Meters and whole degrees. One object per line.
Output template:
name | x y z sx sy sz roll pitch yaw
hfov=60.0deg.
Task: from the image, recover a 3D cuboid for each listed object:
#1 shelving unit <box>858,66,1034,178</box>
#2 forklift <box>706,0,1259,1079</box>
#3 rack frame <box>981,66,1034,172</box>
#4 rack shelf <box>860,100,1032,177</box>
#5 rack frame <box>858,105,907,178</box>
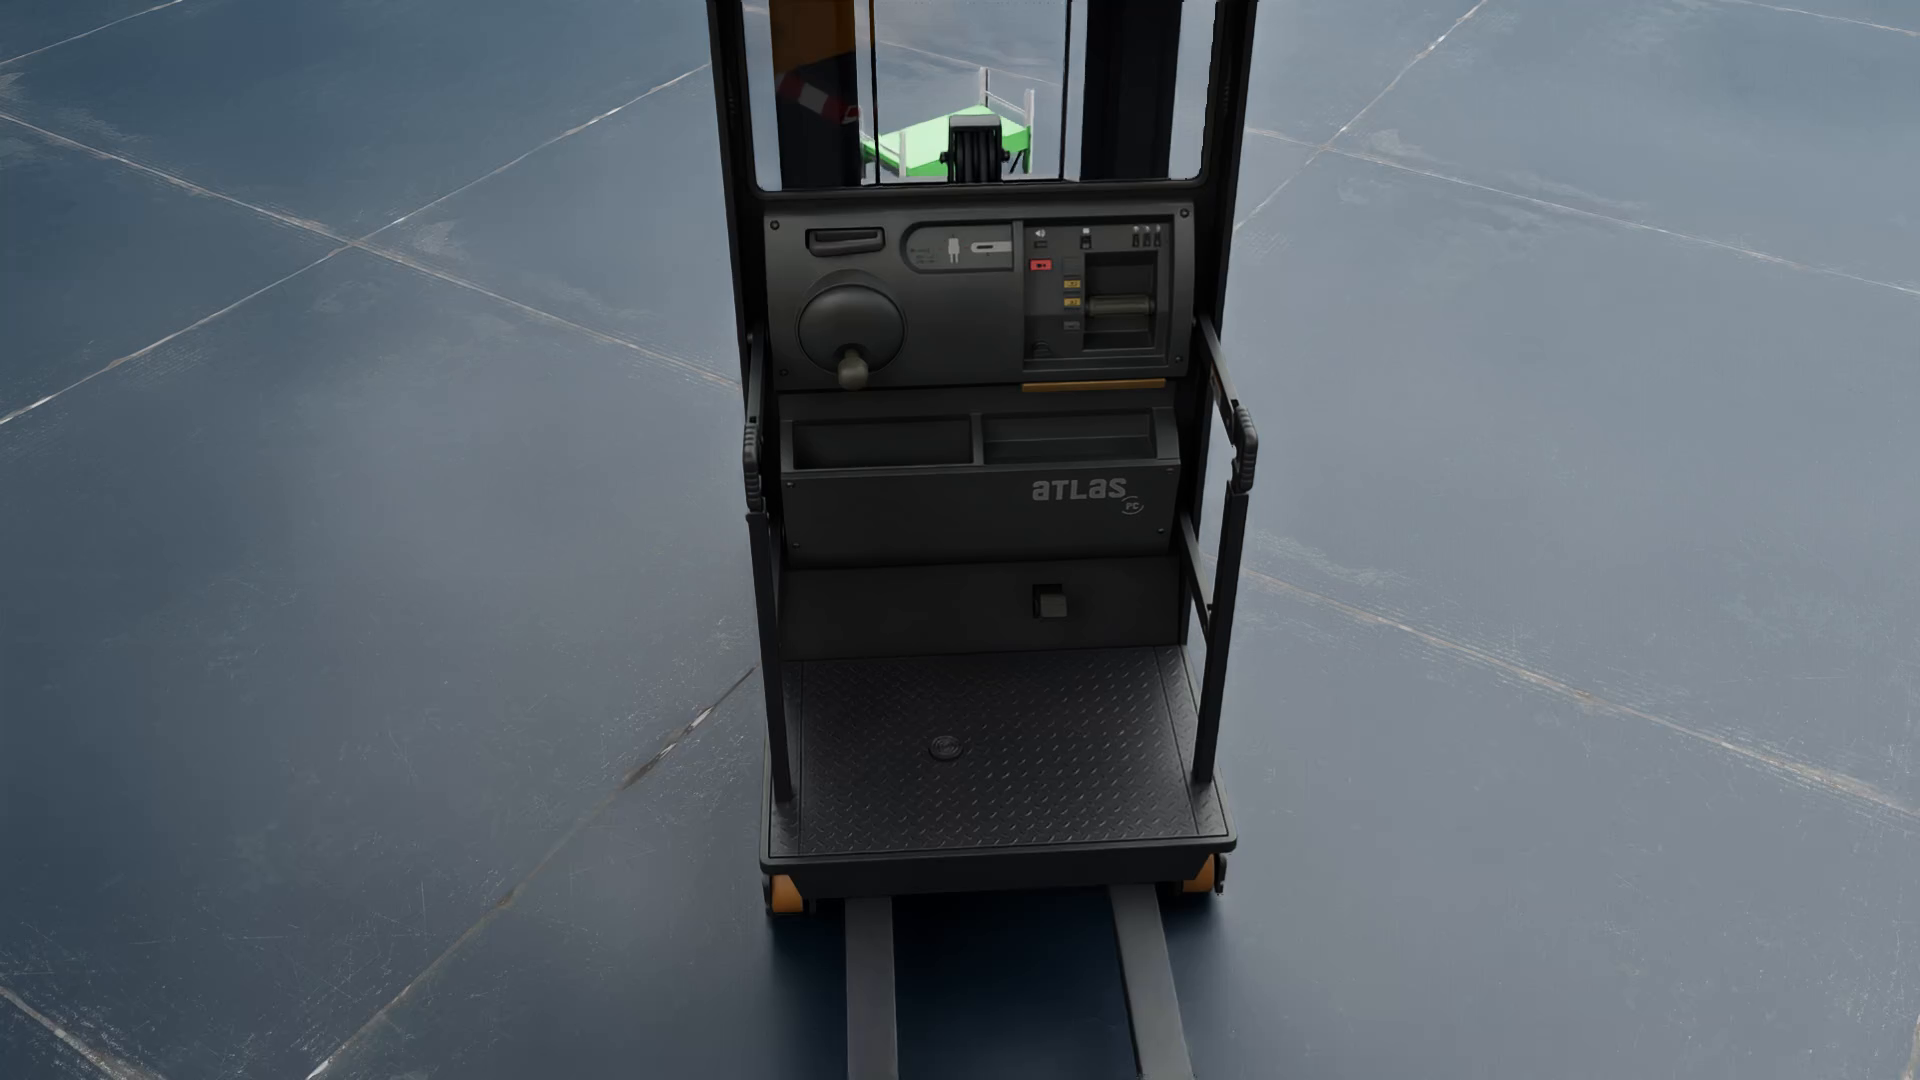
shelving unit | -0.045 -0.860 5.383 0.503 1.200 0.258 -26 45 -29
forklift | 0.062 -0.461 3.448 1.130 2.935 3.031 -2 38 -3
rack frame | 0.146 -0.953 5.503 0.015 1.200 0.240 -26 45 -29
rack shelf | -0.045 -1.190 5.129 0.480 0.148 0.258 -26 45 -29
rack frame | -0.236 -0.768 5.263 0.015 1.200 0.240 -26 45 -29
